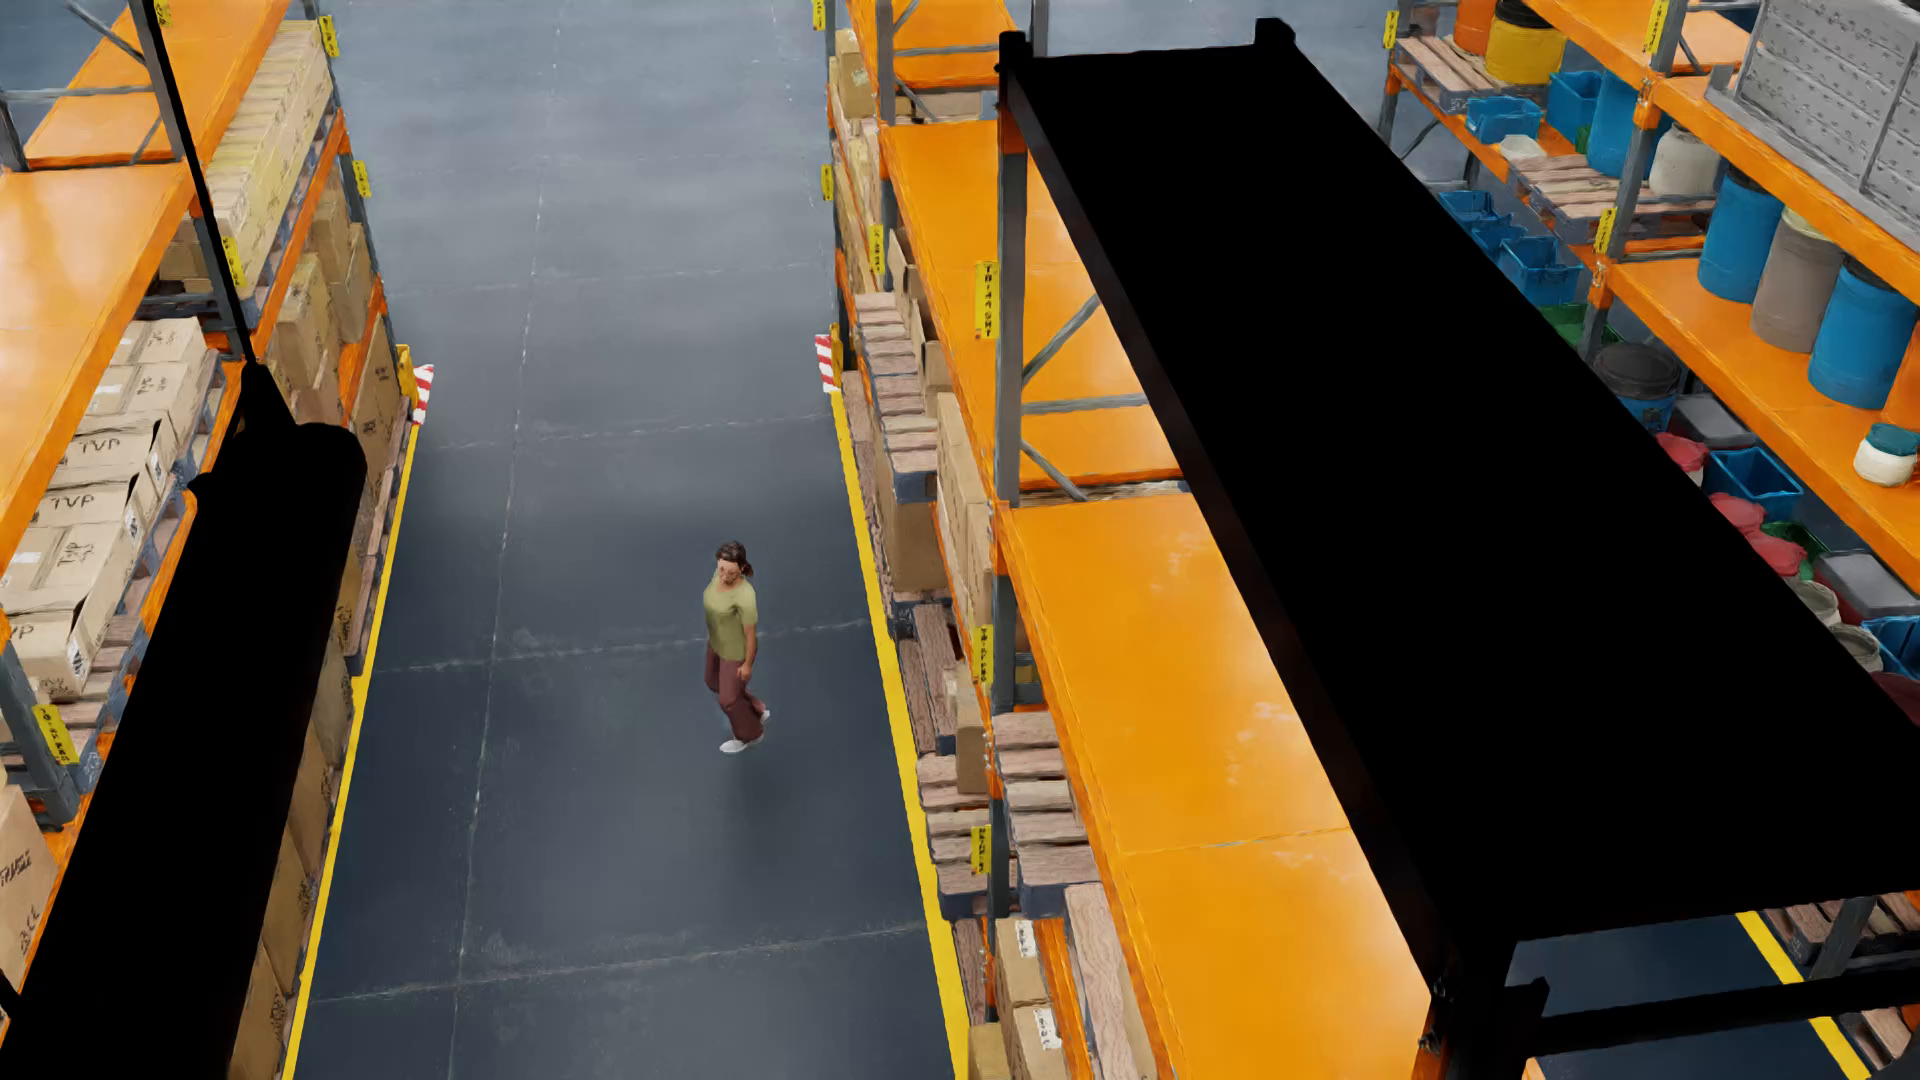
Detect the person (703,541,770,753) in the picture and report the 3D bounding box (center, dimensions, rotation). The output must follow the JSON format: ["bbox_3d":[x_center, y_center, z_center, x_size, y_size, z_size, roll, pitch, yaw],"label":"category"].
[{"bbox_3d":[-1.438,0.672,10.681,0.417,1.658,0.487,-22,42,-27],"label":"person"}]
